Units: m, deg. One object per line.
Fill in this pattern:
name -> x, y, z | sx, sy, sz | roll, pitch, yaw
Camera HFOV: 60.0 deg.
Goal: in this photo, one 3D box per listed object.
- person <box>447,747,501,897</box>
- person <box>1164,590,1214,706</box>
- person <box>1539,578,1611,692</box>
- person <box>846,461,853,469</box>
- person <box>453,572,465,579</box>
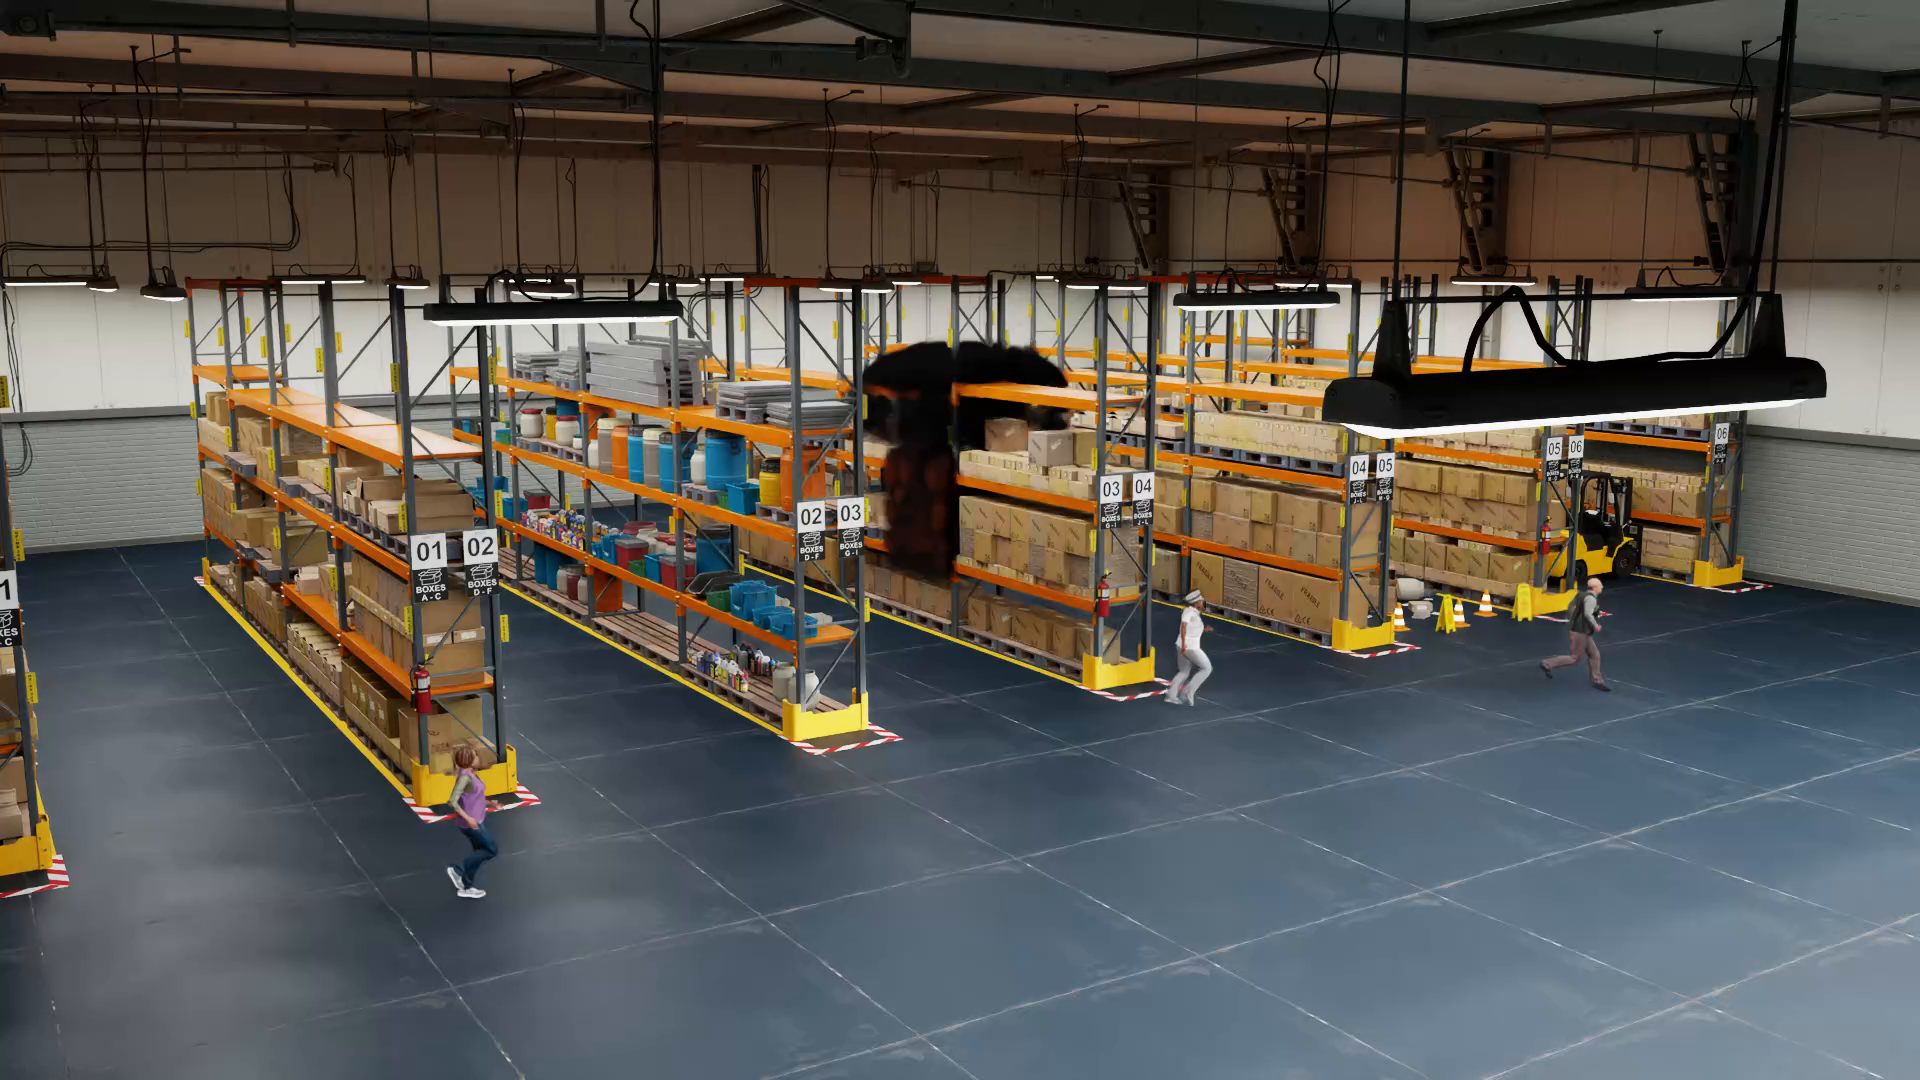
person -> -4.857, 2.820, 16.603 | 0.540, 1.560, 0.532 | -2, 10, -13
person -> 3.288, 1.553, 23.787 | 0.732, 1.679, 0.597 | -2, 10, -11
person -> 9.147, 1.406, 24.635 | 1.062, 1.717, 0.659 | 2, 10, 10
person -> -2.650, -0.993, 38.782 | 0.728, 1.719, 0.558 | -5, 11, -26
person -> -8.498, 0.732, 28.451 | 0.655, 1.764, 0.678 | -5, 11, -27
